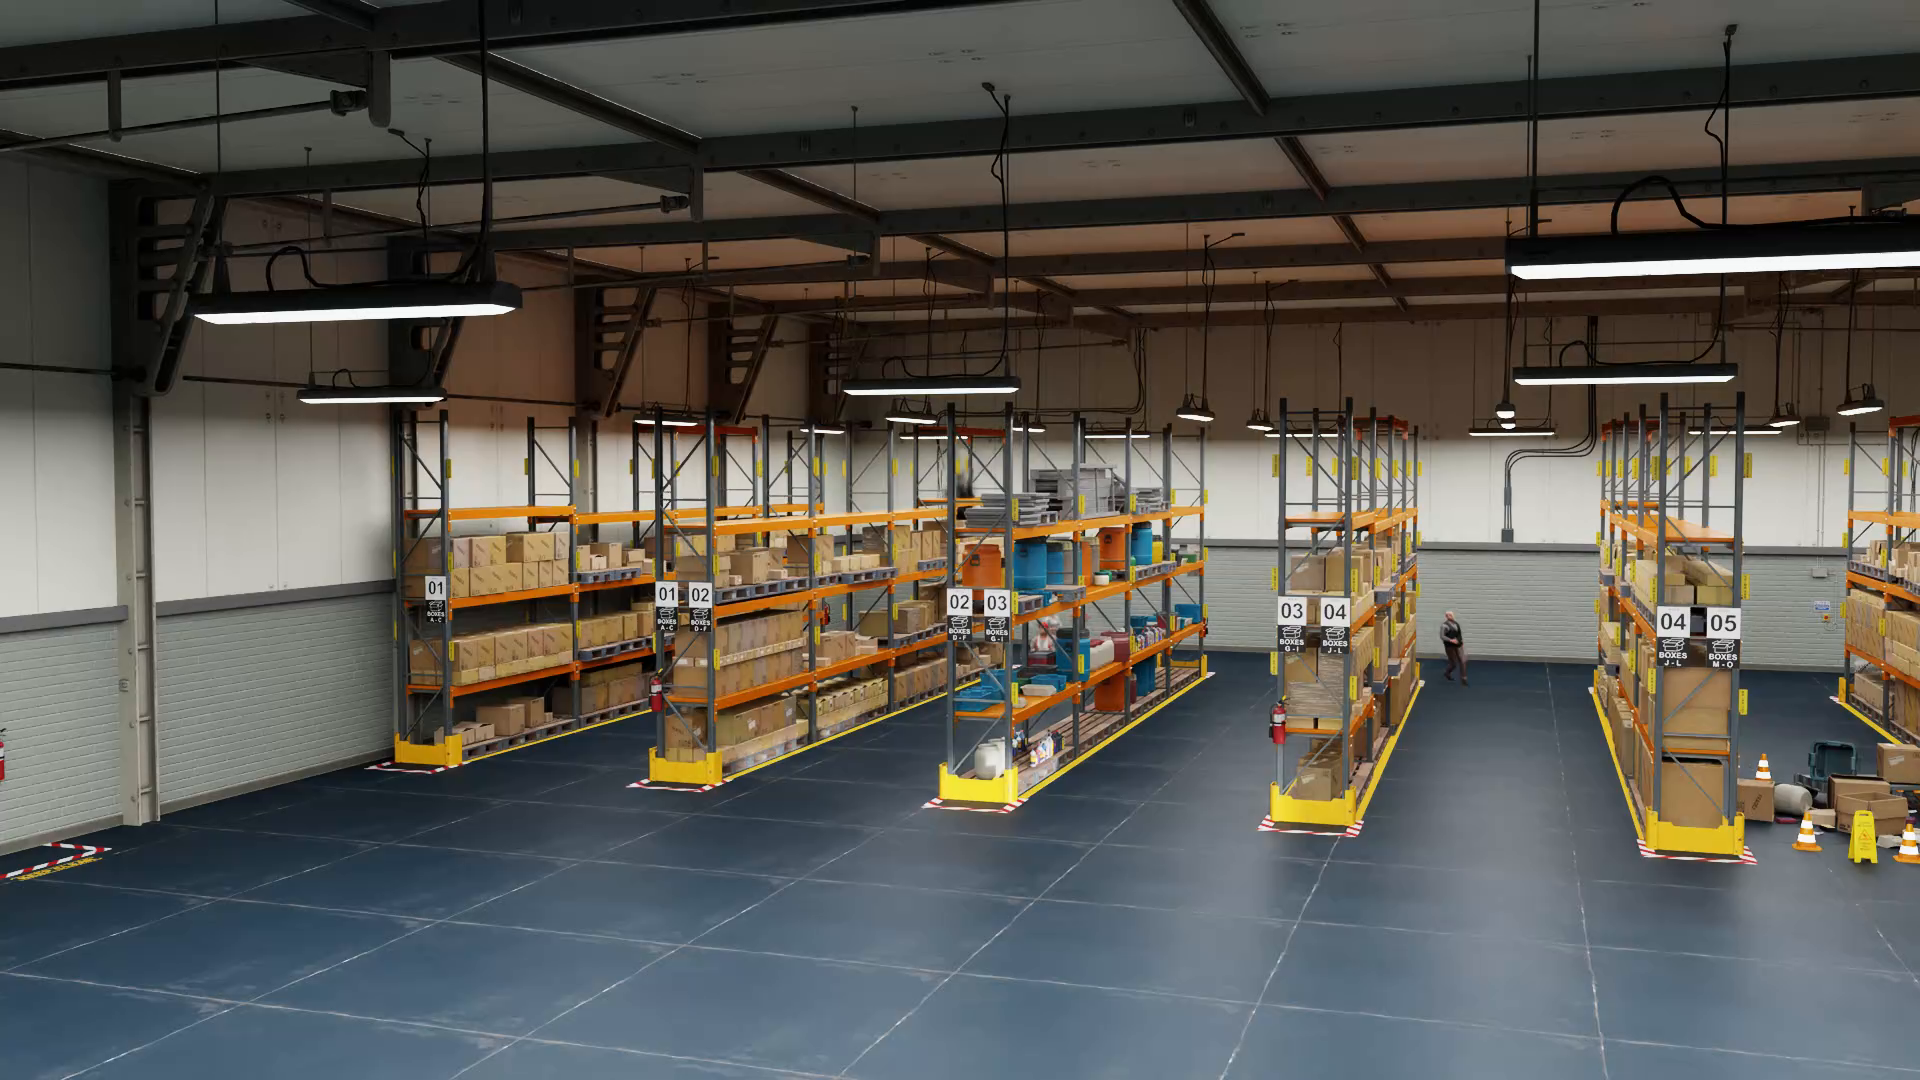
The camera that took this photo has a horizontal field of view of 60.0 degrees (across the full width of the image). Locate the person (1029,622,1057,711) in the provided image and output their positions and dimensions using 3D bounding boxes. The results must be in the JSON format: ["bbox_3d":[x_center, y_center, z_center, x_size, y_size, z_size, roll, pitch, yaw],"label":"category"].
[{"bbox_3d":[1.803,2.615,34.777,0.675,1.826,0.938,1,3,25],"label":"person"}]

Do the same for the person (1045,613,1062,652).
[{"bbox_3d":[2.308,2.423,41.115,0.528,1.581,0.844,-1,3,-13],"label":"person"}]

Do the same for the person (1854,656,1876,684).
[{"bbox_3d":[19.876,2.571,36.378,0.918,1.764,0.712,0,2,11],"label":"person"}]

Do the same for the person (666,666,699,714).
[{"bbox_3d":[-5.056,2.903,30.619,0.698,1.552,0.936,0,2,-8],"label":"person"}]

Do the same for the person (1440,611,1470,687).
[{"bbox_3d":[11.416,2.507,38.491,0.683,1.706,0.856,-1,3,-20],"label":"person"}]
